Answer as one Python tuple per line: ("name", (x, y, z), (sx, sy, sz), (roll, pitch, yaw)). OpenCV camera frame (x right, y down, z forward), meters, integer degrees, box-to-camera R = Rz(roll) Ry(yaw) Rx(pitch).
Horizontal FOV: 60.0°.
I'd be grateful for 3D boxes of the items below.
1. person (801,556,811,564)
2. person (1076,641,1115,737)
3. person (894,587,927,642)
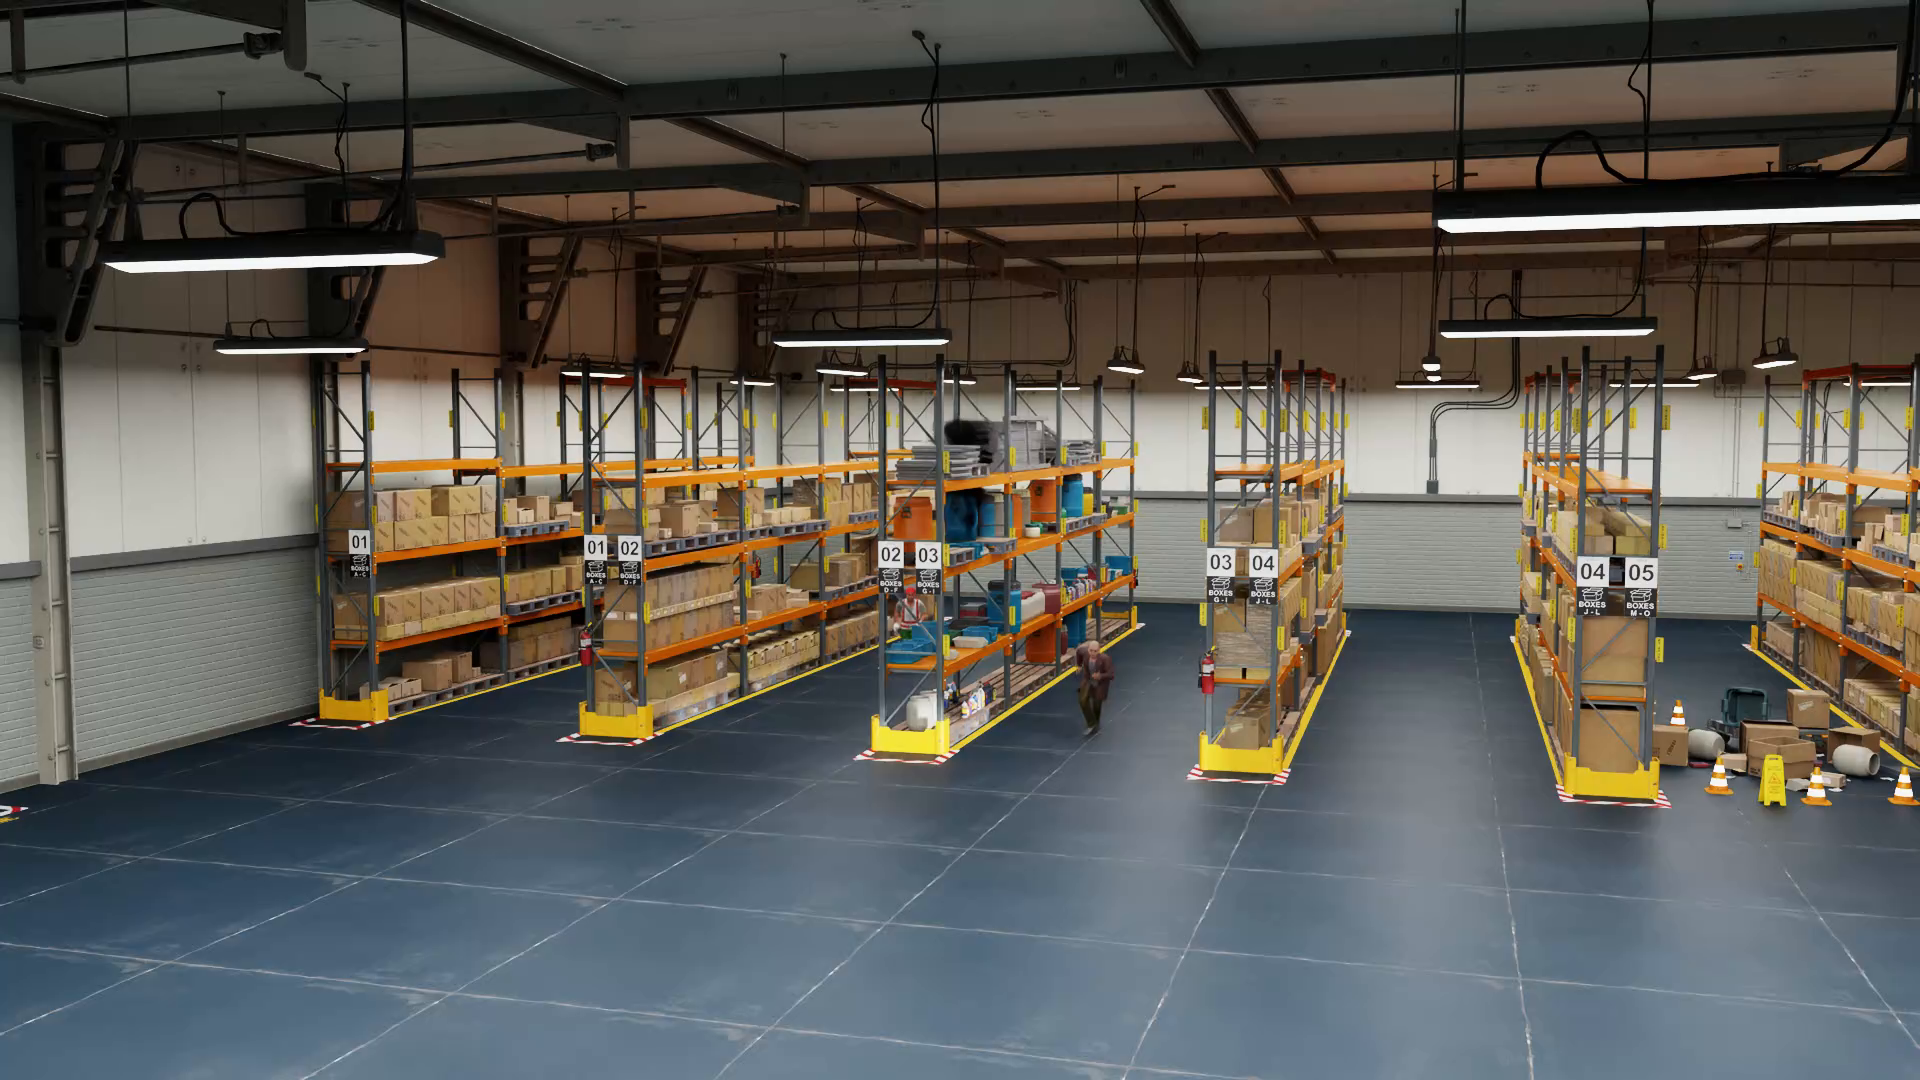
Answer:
("person", (-3.818, 1.245, 40.809), (0.586, 1.717, 0.695), (1, 4, 9))
("person", (2.177, 2.345, 26.650), (0.700, 1.574, 1.234), (1, 4, 14))
("person", (-0.995, 1.778, 33.221), (0.663, 1.713, 0.686), (0, 4, -2))
